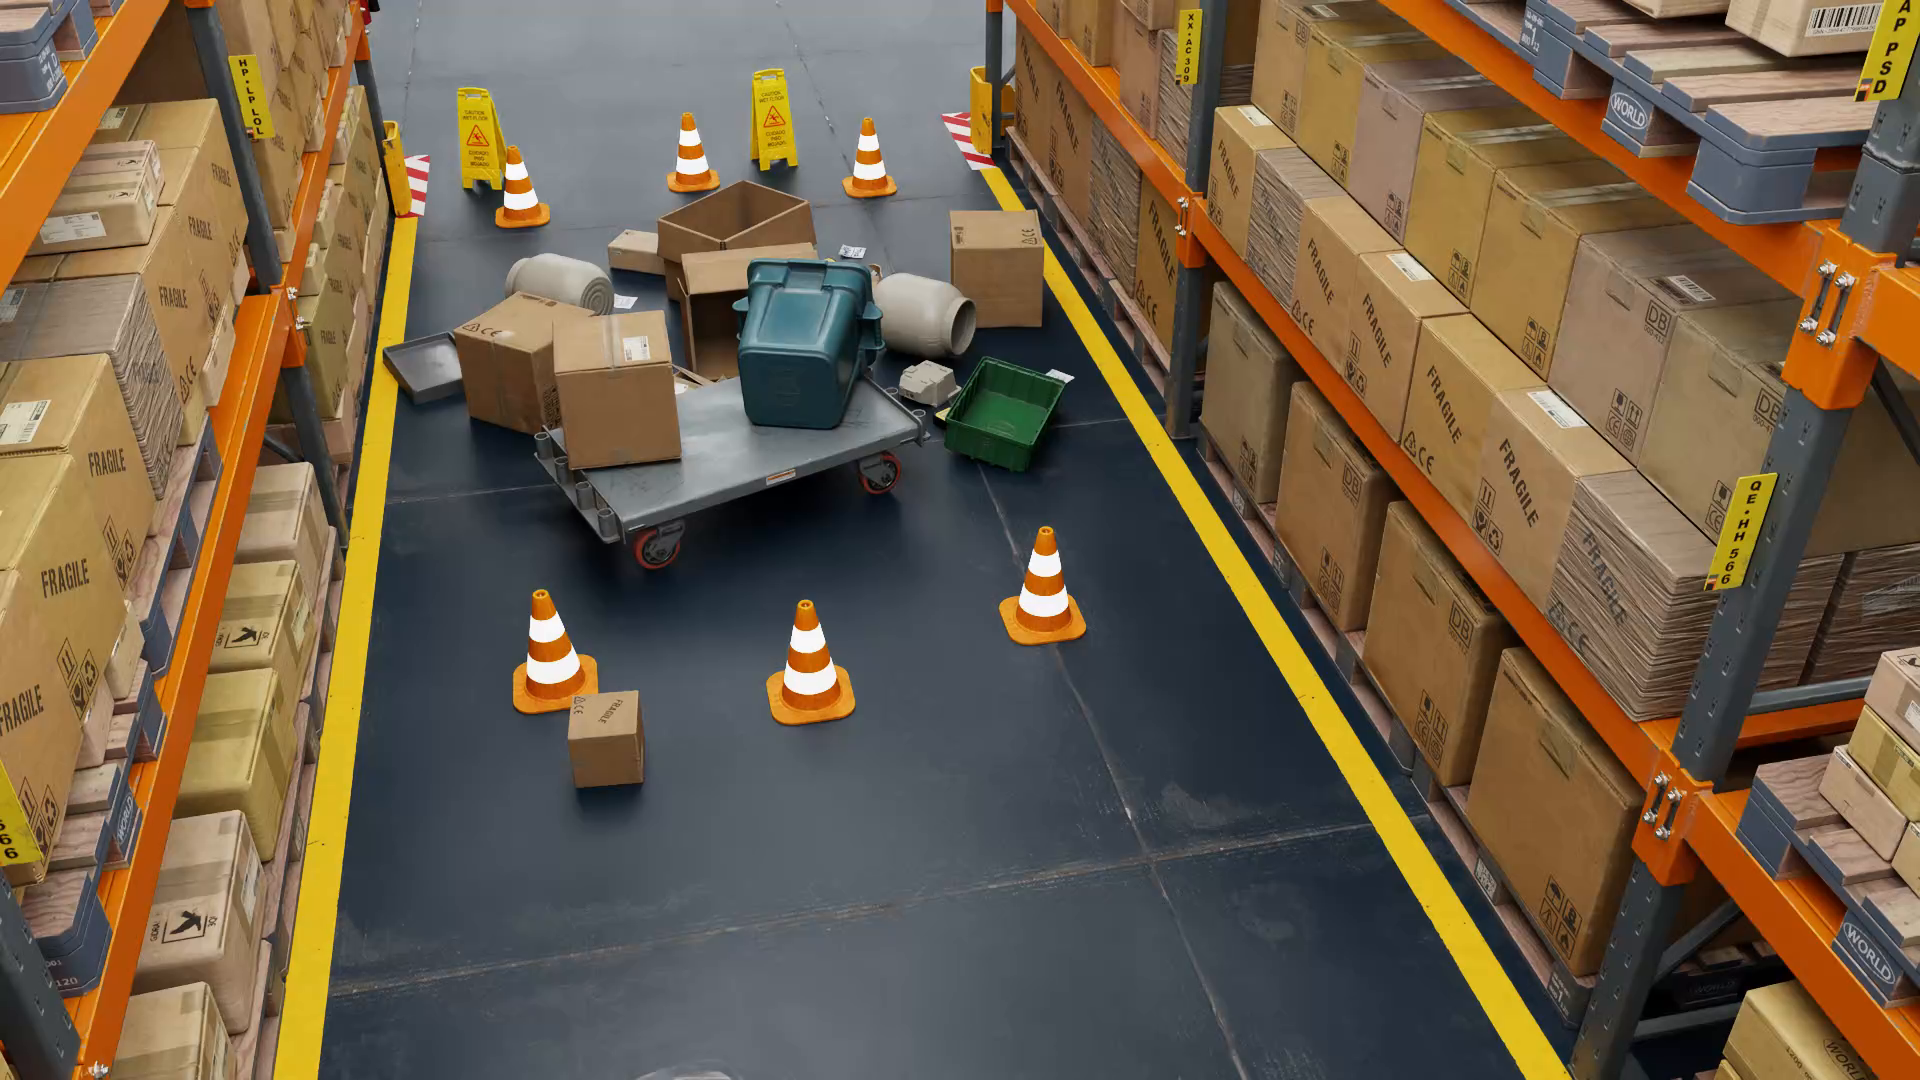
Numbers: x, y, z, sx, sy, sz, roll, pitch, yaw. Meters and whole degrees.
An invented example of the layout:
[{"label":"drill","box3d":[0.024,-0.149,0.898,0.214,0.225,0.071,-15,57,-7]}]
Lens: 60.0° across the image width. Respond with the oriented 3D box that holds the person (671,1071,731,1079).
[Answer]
[{"label":"person","box3d":[-0.528,1.777,3.511,0.495,1.630,0.971,-1,35,-2]}]
